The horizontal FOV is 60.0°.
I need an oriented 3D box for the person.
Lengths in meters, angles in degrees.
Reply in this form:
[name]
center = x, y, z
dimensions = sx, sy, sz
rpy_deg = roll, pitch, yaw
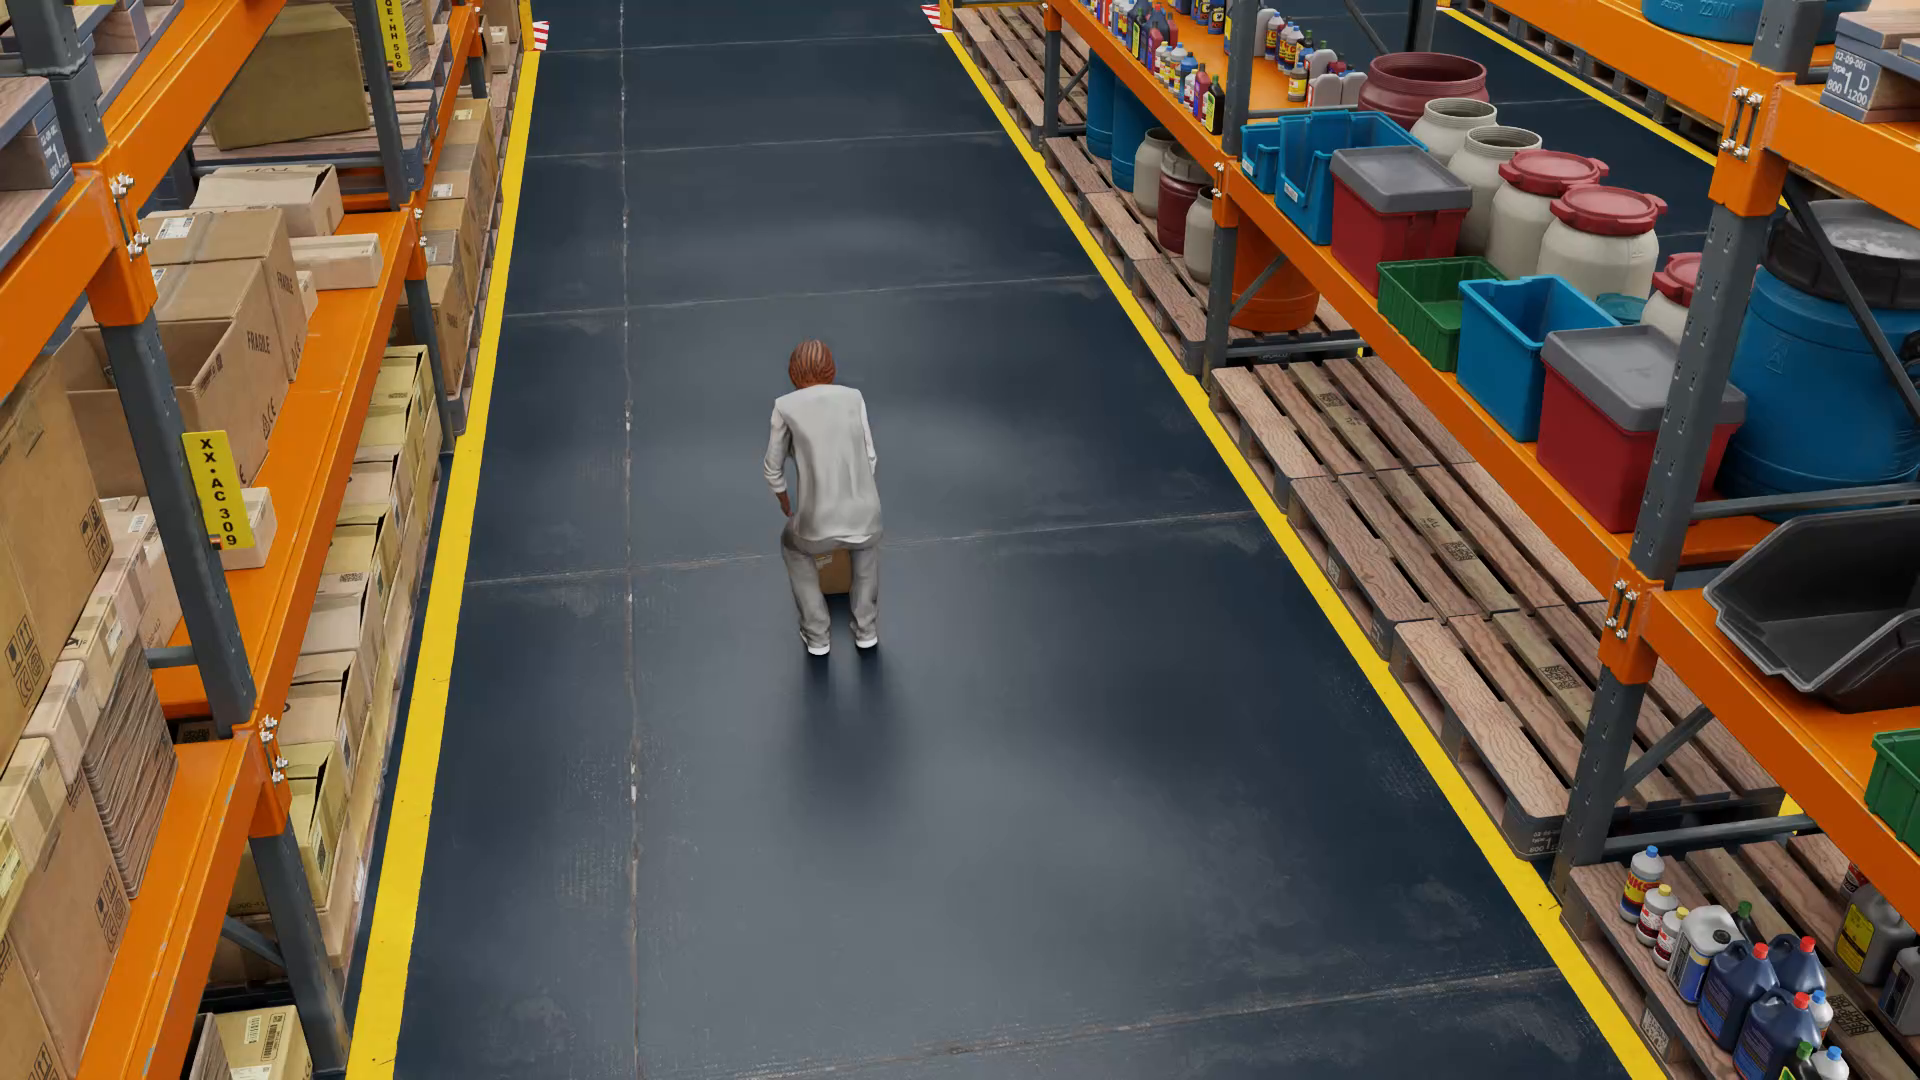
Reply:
[person]
center = -0.546, -0.133, 6.713
dimensions = 0.462, 1.242, 0.686
rpy_deg = -5, 32, -9
